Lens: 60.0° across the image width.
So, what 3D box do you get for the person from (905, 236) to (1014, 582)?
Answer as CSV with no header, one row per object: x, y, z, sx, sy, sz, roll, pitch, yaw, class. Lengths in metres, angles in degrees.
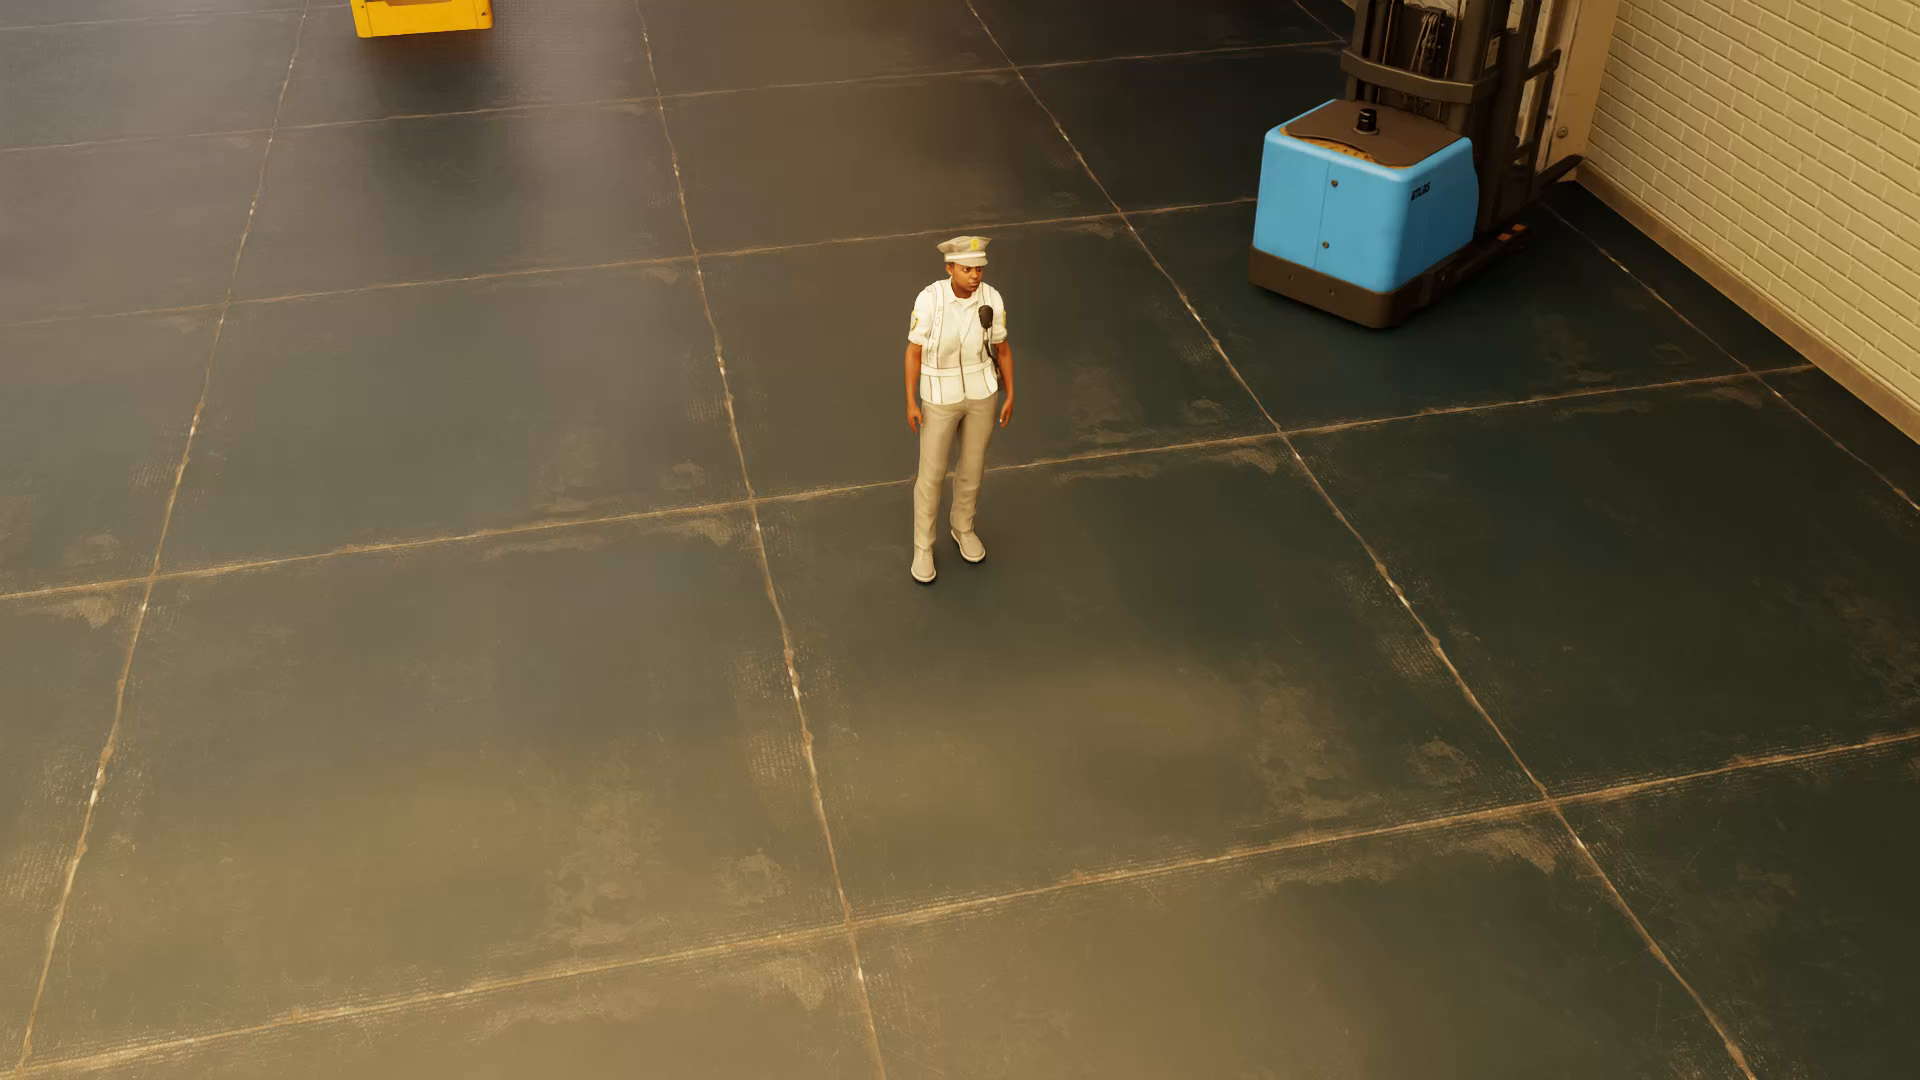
-0.002,-0.649,7.997,0.570,1.697,0.528,-8,36,-11,person

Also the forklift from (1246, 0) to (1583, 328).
3.232,-3.265,10.587,1.130,2.935,3.031,29,44,34,forklift
